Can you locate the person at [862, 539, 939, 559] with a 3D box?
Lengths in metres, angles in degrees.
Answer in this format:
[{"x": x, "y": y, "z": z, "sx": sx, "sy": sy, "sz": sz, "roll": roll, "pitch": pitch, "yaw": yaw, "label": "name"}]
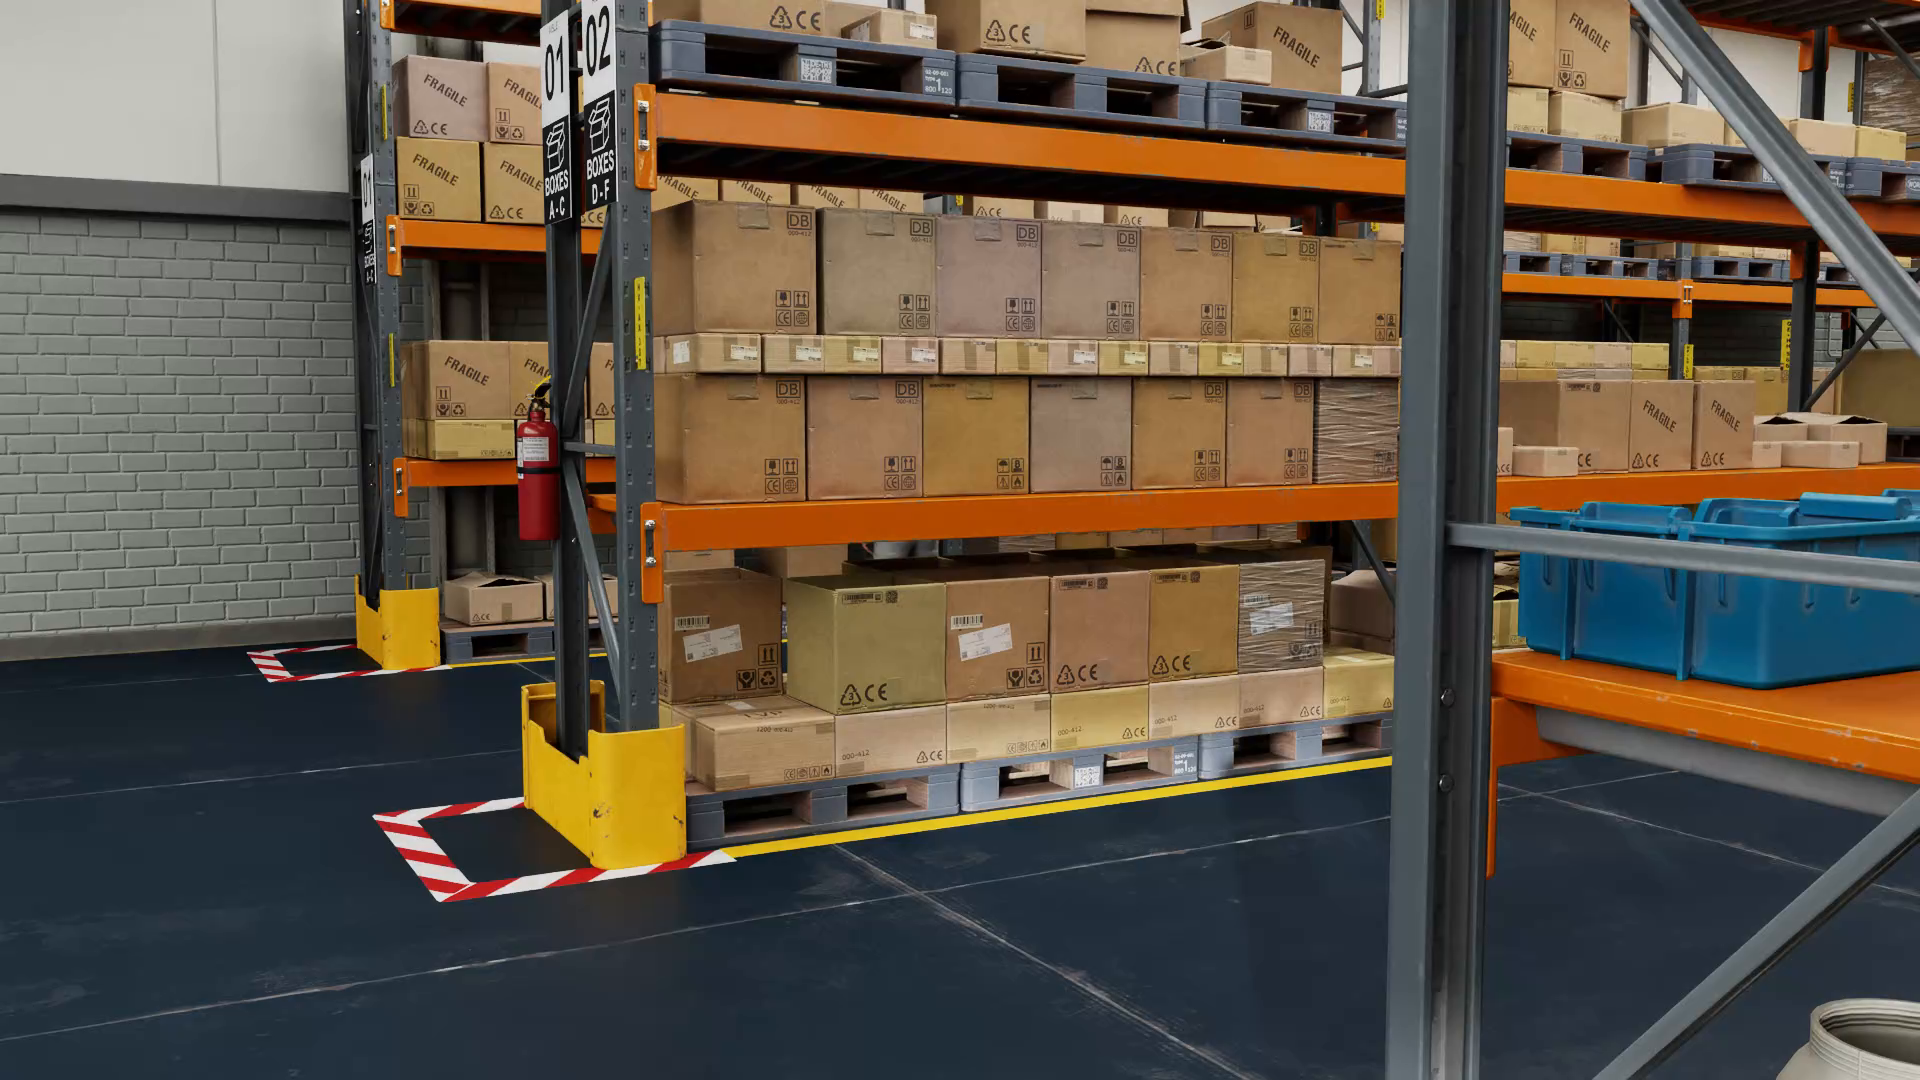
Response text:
[{"x": -0.345, "y": -0.082, "z": 10.642, "sx": 0.600, "sy": 1.749, "sz": 0.429, "roll": -3, "pitch": 6, "yaw": -31, "label": "person"}]
